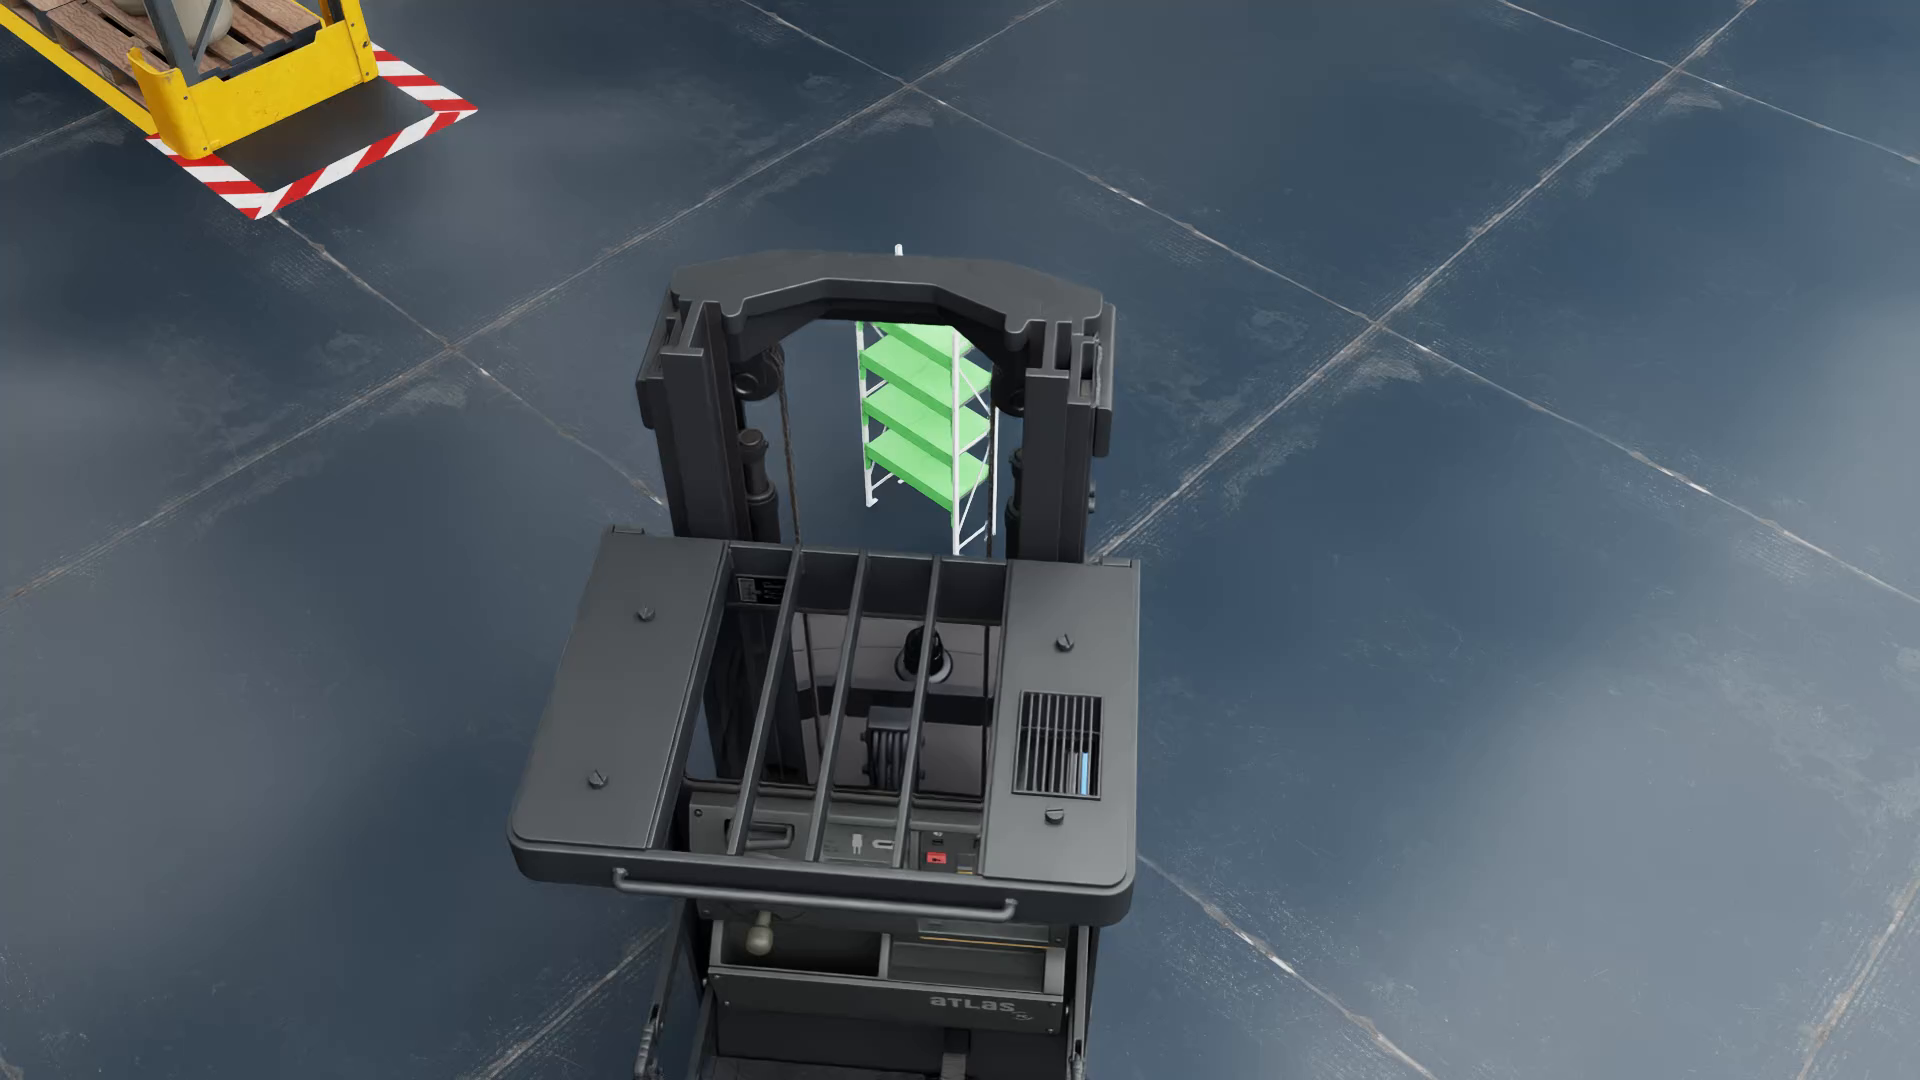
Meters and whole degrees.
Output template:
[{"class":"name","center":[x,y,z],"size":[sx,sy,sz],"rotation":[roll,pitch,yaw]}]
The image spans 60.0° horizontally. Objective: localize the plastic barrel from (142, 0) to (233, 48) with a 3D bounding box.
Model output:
[{"class":"plastic barrel","center":[-4.145,-2.932,8.864],"size":[0.421,0.512,0.421],"rotation":[0,47,0]}]

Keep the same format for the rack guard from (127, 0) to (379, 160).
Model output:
[{"class":"rack guard","center":[-3.697,-2.512,8.766],"size":[0.348,0.500,1.175],"rotation":[34,55,28]}]

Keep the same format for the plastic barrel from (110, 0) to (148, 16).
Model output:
[{"class":"plastic barrel","center":[-4.513,-3.180,9.097],"size":[0.421,0.512,0.421],"rotation":[0,47,0]}]

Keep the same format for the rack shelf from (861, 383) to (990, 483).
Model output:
[{"class":"rack shelf","center":[-0.122,-0.449,6.436],"size":[0.480,0.148,0.258],"rotation":[34,55,28]}]

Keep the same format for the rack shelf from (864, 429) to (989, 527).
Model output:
[{"class":"rack shelf","center":[-0.122,-0.285,6.611],"size":[0.480,0.148,0.258],"rotation":[34,55,28]}]

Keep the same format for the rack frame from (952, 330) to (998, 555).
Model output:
[{"class":"rack frame","center":[0.058,-0.372,6.276],"size":[0.015,1.200,0.240],"rotation":[34,55,28]}]

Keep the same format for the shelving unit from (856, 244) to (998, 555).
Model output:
[{"class":"shelving unit","center":[-0.122,-0.493,6.389],"size":[0.503,1.200,0.258],"rotation":[34,55,28]}]

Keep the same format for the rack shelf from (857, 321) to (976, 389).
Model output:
[{"class":"rack shelf","center":[-0.122,-0.777,6.086],"size":[0.480,0.148,0.258],"rotation":[34,55,28]}]

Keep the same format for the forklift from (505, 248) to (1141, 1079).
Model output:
[{"class":"forklift","center":[-0.207,0.927,3.869],"size":[1.130,2.935,3.031],"rotation":[4,47,4]}]

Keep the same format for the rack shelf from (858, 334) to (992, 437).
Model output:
[{"class":"rack shelf","center":[-0.122,-0.613,6.261],"size":[0.480,0.148,0.258],"rotation":[34,55,28]}]

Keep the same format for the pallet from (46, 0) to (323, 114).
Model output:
[{"class":"pallet","center":[-4.291,-2.818,9.251],"size":[1.213,0.211,1.003],"rotation":[34,55,28]}]

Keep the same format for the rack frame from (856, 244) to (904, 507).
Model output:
[{"class":"rack frame","center":[-0.301,-0.613,6.503],"size":[0.015,1.200,0.240],"rotation":[34,55,28]}]

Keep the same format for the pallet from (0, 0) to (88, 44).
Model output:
[{"class":"pallet","center":[-5.183,-3.421,9.817],"size":[1.213,0.211,1.003],"rotation":[34,55,28]}]

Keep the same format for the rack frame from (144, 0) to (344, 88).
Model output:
[{"class":"rack frame","center":[-3.610,-3.355,7.843],"size":[0.127,3.000,1.000],"rotation":[34,55,28]}]
